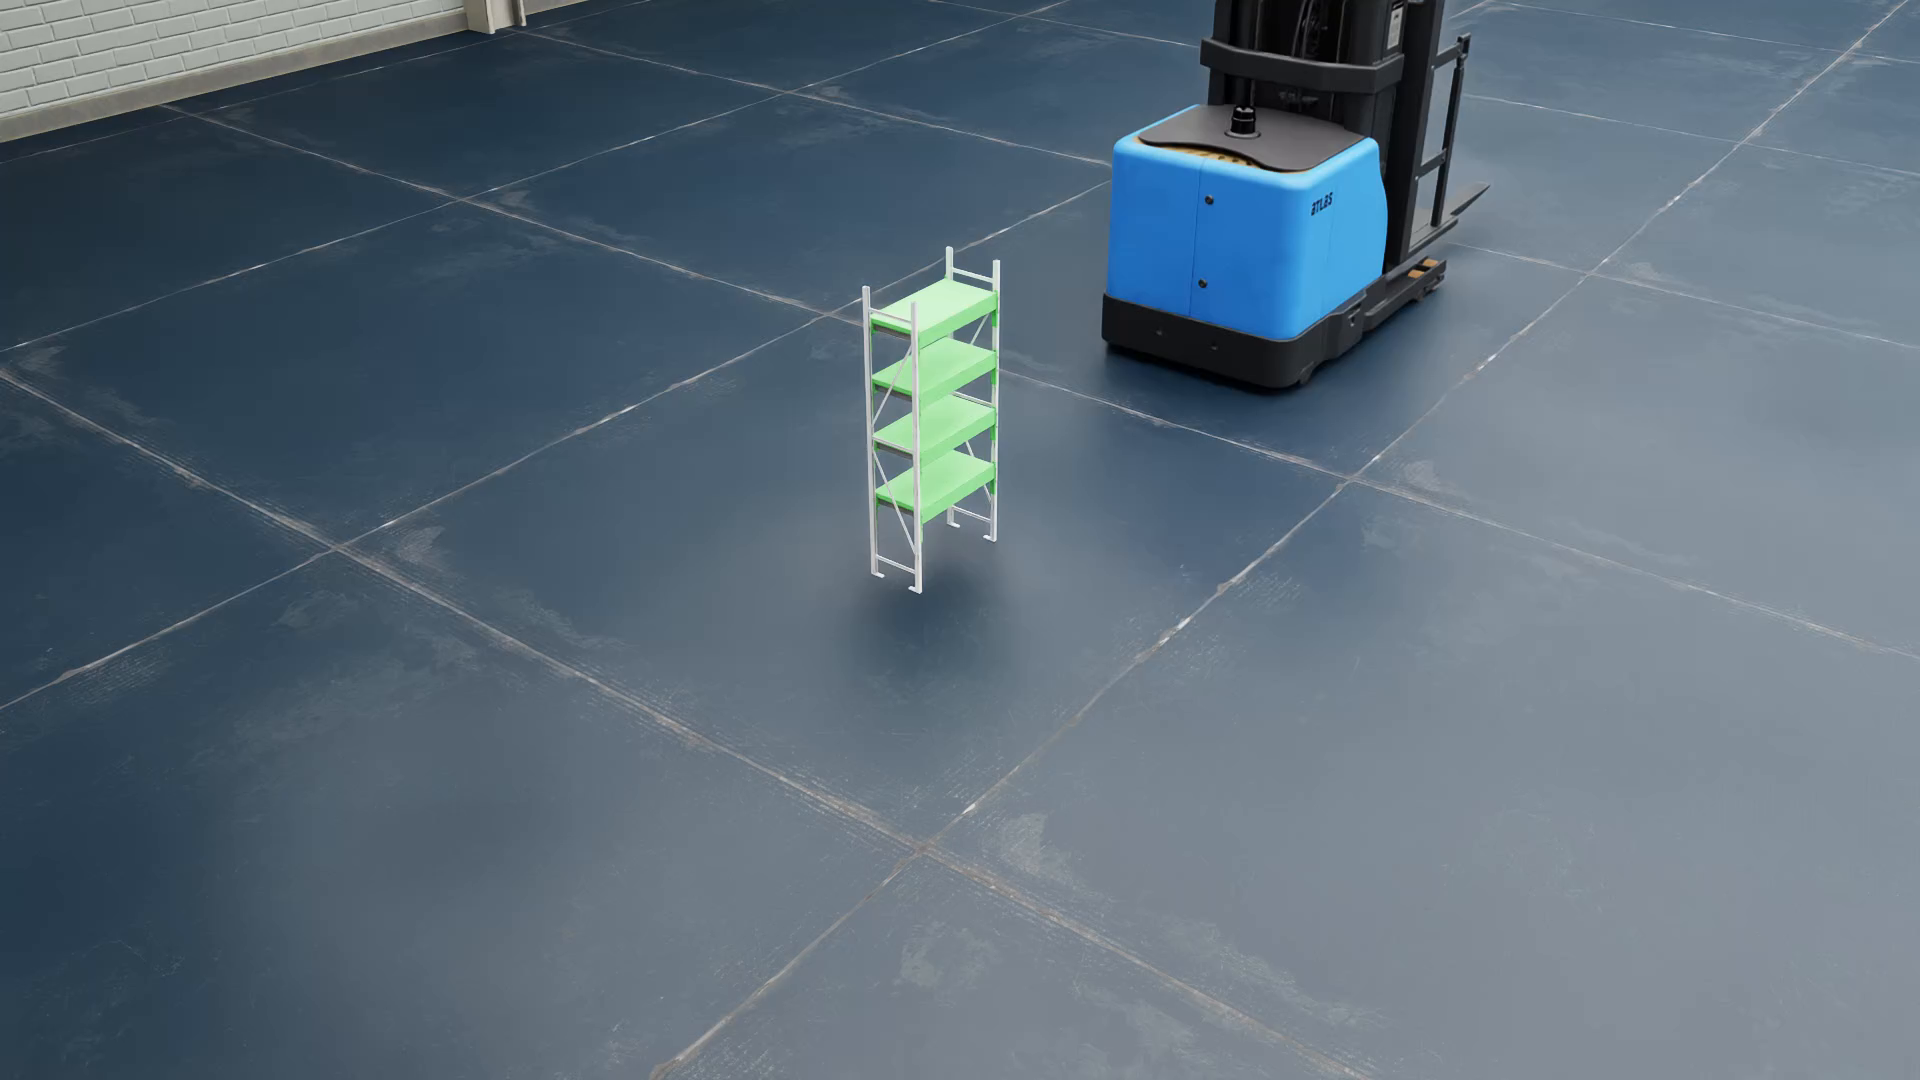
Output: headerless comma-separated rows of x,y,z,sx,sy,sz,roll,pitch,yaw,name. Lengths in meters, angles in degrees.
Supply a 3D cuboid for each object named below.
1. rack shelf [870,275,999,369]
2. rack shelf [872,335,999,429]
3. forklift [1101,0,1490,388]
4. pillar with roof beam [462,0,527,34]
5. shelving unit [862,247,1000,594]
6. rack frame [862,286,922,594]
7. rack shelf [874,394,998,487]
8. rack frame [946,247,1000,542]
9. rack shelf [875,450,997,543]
-0.100,-0.807,6.118,0.258,0.148,0.480,21,37,31,rack shelf
-0.100,-0.600,6.241,0.258,0.148,0.480,21,37,31,rack shelf
1.985,-2.671,8.383,1.130,2.935,3.031,21,36,31,forklift
-0.492,-6.894,9.556,9.100,9.000,0.400,21,37,31,pillar with roof beam
-0.100,-0.449,6.331,0.258,1.200,0.503,21,37,31,shelving unit
-0.247,-0.350,6.163,0.240,1.200,0.015,21,37,31,rack frame
-0.100,-0.394,6.363,0.258,0.148,0.480,21,37,31,rack shelf
0.047,-0.548,6.498,0.240,1.200,0.015,21,37,31,rack frame
-0.100,-0.187,6.486,0.258,0.148,0.480,21,37,31,rack shelf
